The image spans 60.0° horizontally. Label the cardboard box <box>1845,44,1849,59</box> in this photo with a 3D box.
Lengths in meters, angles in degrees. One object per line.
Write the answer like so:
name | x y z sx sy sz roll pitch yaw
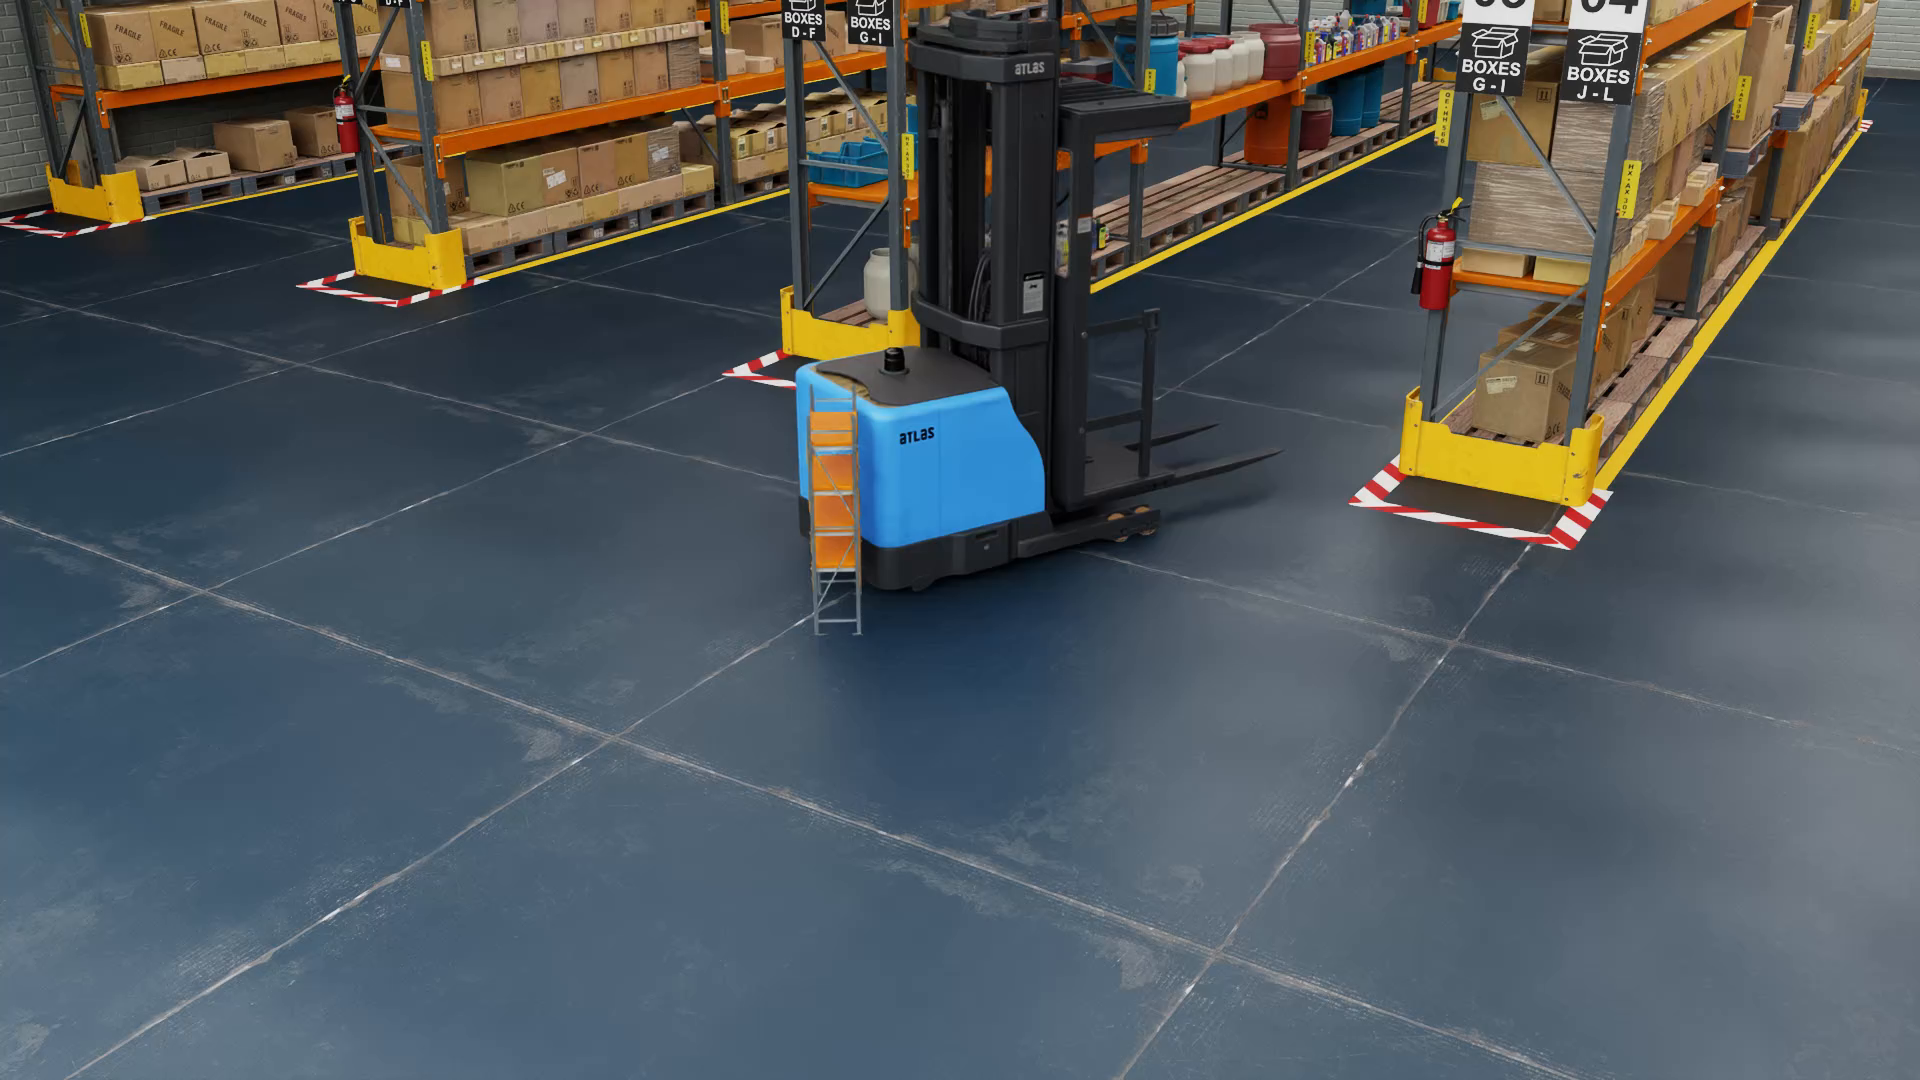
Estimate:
cardboard box | 10.273 -5.779 19.639 0.380 0.149 0.250 13 27 27

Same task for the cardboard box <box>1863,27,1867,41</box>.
cardboard box | 11.360 -6.476 21.249 0.380 0.149 0.250 13 27 28

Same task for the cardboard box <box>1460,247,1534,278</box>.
cardboard box | 3.341 -1.749 10.331 0.380 0.149 0.250 14 27 29

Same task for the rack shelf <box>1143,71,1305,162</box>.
rack shelf | 2.323 -4.458 17.177 1.077 0.370 4.000 14 27 29

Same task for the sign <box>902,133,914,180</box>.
sign | -0.377 -2.773 12.032 0.100 0.325 0.005 14 27 29

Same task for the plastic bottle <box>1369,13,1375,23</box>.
plastic bottle | 5.158 -6.442 20.917 0.144 0.351 0.185 14 27 29

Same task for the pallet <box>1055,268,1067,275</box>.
pallet | 0.235 -2.202 14.571 1.003 0.211 1.213 14 27 29

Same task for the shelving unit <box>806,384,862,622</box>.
shelving unit | -0.645 -0.156 8.600 0.258 1.200 0.499 -1 23 -3

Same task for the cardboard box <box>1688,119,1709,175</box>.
cardboard box | 5.186 -3.119 12.678 0.875 0.500 0.500 14 27 29

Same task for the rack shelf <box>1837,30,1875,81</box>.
rack shelf | 10.750 -6.120 21.017 1.077 0.370 4.000 14 27 29

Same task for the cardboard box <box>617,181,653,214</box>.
cardboard box | -3.521 -3.542 17.089 0.500 0.250 0.500 14 27 29

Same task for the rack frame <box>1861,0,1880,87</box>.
rack frame | 11.805 -7.125 22.433 1.000 3.000 0.127 14 27 29

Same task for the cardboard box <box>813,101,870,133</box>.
cardboard box | -1.433 -5.116 20.018 0.500 0.311 0.500 14 27 29

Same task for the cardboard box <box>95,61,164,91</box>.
cardboard box | -8.732 -4.878 17.405 0.500 0.250 0.500 13 27 27

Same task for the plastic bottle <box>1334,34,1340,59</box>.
plastic bottle | 4.401 -5.795 19.522 0.097 0.271 0.097 0 23 0

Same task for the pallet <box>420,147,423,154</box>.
pallet | -6.740 -5.173 21.433 1.003 0.211 1.213 14 27 29

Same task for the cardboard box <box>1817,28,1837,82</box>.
cardboard box | 9.144 -5.263 18.005 0.500 0.500 0.500 14 27 28

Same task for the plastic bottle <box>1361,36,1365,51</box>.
plastic bottle | 4.864 -6.059 20.221 0.097 0.201 0.097 0 23 0

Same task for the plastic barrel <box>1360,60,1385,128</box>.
plastic barrel | 5.186 -5.863 21.630 0.600 0.901 0.708 14 27 29

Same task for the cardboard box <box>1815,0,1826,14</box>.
cardboard box | 8.679 -5.622 17.572 0.797 0.503 0.637 15 27 31

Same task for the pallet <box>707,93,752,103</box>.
pallet | -3.915 -6.920 25.469 1.003 0.211 1.213 14 27 29

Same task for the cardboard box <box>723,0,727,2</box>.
cardboard box | -3.724 -8.103 24.983 0.380 0.149 0.250 15 27 31

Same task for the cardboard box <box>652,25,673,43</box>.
cardboard box | -3.168 -5.187 17.014 0.380 0.149 0.250 13 27 27

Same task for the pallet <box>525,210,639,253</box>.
pallet | -4.036 -3.200 16.875 1.003 0.211 1.213 14 27 29

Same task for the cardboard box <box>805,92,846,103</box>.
cardboard box | -1.624 -5.396 20.666 0.500 0.311 0.500 13 27 28

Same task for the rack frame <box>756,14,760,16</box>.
rack frame | -2.929 -8.889 26.508 1.000 3.000 0.127 14 27 29

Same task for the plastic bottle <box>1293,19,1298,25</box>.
plastic bottle | 4.119 -6.205 20.369 0.144 0.351 0.185 14 27 29

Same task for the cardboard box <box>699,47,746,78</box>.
cardboard box | -2.716 -5.259 18.311 0.500 0.250 0.500 16 28 32

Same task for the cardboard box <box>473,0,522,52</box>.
cardboard box | -4.491 -4.795 15.291 0.700 0.500 0.500 13 27 28

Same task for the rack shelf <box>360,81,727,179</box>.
rack shelf | -3.993 -4.147 16.460 1.077 0.370 4.000 14 27 29

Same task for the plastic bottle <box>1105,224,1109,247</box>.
plastic bottle | 1.341 -2.843 15.510 0.097 0.201 0.097 0 23 0

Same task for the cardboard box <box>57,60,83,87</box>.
cardboard box | -9.177 -4.978 17.637 0.500 0.250 0.500 14 27 30

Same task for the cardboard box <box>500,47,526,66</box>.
cardboard box | -4.254 -4.491 15.407 0.380 0.149 0.250 13 27 28

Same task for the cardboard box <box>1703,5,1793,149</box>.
cardboard box | 6.014 -3.782 13.427 1.000 1.000 1.000 14 27 29

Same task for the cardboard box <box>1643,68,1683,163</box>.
cardboard box | 4.157 -2.662 10.365 0.500 0.500 0.500 14 27 29

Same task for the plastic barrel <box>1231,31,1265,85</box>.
plastic barrel | 3.016 -5.122 17.666 0.421 0.512 0.421 0 23 0

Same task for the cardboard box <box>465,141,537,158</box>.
cardboard box | -4.503 -3.661 16.420 0.500 0.500 0.500 14 27 29

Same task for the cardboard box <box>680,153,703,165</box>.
cardboard box | -2.966 -4.284 18.802 0.500 0.250 0.500 14 27 28

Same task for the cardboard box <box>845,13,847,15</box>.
cardboard box | -2.008 -8.896 28.325 0.380 0.149 0.250 13 27 28

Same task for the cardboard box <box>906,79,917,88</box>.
cardboard box | -0.535 -5.922 22.246 0.500 0.500 0.500 15 28 31

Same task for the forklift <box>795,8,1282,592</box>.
forklift | 9.436 -0.937 8.225 16.431 2.935 13.043 -14 27 -30

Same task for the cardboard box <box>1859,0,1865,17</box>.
cardboard box | 10.702 -6.636 20.174 0.500 0.500 0.500 13 27 27

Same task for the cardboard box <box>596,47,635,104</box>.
cardboard box | -3.708 -4.699 16.703 0.700 0.500 0.500 14 27 30

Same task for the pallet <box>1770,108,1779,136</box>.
pallet | 6.576 -3.660 14.671 1.003 0.211 1.213 14 27 29

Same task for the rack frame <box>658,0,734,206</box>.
rack frame | -2.939 -5.152 17.876 1.000 3.000 0.127 14 27 29

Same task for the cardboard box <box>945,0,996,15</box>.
cardboard box | 0.053 -7.246 22.057 0.700 0.500 0.500 20 31 39

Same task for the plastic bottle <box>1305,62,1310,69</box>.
plastic bottle | 3.881 -5.484 18.799 0.152 0.276 0.135 14 27 29

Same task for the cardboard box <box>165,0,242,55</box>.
cardboard box | -8.205 -5.559 18.036 0.500 0.500 0.500 13 27 27

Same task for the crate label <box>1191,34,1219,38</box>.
crate label | 2.624 -5.201 17.943 0.502 0.435 0.616 14 27 29

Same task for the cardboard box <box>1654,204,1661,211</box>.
cardboard box | 4.611 -2.254 11.497 0.380 0.149 0.250 14 27 29

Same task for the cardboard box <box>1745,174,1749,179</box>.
cardboard box | 7.258 -3.592 15.919 0.500 0.250 0.500 15 28 31

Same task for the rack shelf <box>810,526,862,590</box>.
rack shelf | -0.645 0.089 8.704 0.258 0.148 0.480 -1 23 -3

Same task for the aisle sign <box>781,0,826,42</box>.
aisle sign | -1.133 -3.994 11.928 0.394 0.787 0.004 14 27 29

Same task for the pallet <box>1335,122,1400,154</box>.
pallet | 5.045 -5.282 21.685 1.003 0.211 1.213 14 27 29

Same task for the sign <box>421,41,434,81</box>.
sign | -4.580 -4.118 14.296 0.100 0.325 0.005 14 27 29

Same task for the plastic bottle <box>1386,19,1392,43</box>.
plastic bottle | 5.362 -6.432 20.988 0.152 0.276 0.135 14 27 29

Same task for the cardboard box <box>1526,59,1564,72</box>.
cardboard box | 3.705 -2.774 10.622 0.500 0.500 0.500 14 27 29

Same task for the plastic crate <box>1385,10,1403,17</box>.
plastic crate | 5.850 -7.148 22.758 0.437 0.125 0.590 14 27 29
